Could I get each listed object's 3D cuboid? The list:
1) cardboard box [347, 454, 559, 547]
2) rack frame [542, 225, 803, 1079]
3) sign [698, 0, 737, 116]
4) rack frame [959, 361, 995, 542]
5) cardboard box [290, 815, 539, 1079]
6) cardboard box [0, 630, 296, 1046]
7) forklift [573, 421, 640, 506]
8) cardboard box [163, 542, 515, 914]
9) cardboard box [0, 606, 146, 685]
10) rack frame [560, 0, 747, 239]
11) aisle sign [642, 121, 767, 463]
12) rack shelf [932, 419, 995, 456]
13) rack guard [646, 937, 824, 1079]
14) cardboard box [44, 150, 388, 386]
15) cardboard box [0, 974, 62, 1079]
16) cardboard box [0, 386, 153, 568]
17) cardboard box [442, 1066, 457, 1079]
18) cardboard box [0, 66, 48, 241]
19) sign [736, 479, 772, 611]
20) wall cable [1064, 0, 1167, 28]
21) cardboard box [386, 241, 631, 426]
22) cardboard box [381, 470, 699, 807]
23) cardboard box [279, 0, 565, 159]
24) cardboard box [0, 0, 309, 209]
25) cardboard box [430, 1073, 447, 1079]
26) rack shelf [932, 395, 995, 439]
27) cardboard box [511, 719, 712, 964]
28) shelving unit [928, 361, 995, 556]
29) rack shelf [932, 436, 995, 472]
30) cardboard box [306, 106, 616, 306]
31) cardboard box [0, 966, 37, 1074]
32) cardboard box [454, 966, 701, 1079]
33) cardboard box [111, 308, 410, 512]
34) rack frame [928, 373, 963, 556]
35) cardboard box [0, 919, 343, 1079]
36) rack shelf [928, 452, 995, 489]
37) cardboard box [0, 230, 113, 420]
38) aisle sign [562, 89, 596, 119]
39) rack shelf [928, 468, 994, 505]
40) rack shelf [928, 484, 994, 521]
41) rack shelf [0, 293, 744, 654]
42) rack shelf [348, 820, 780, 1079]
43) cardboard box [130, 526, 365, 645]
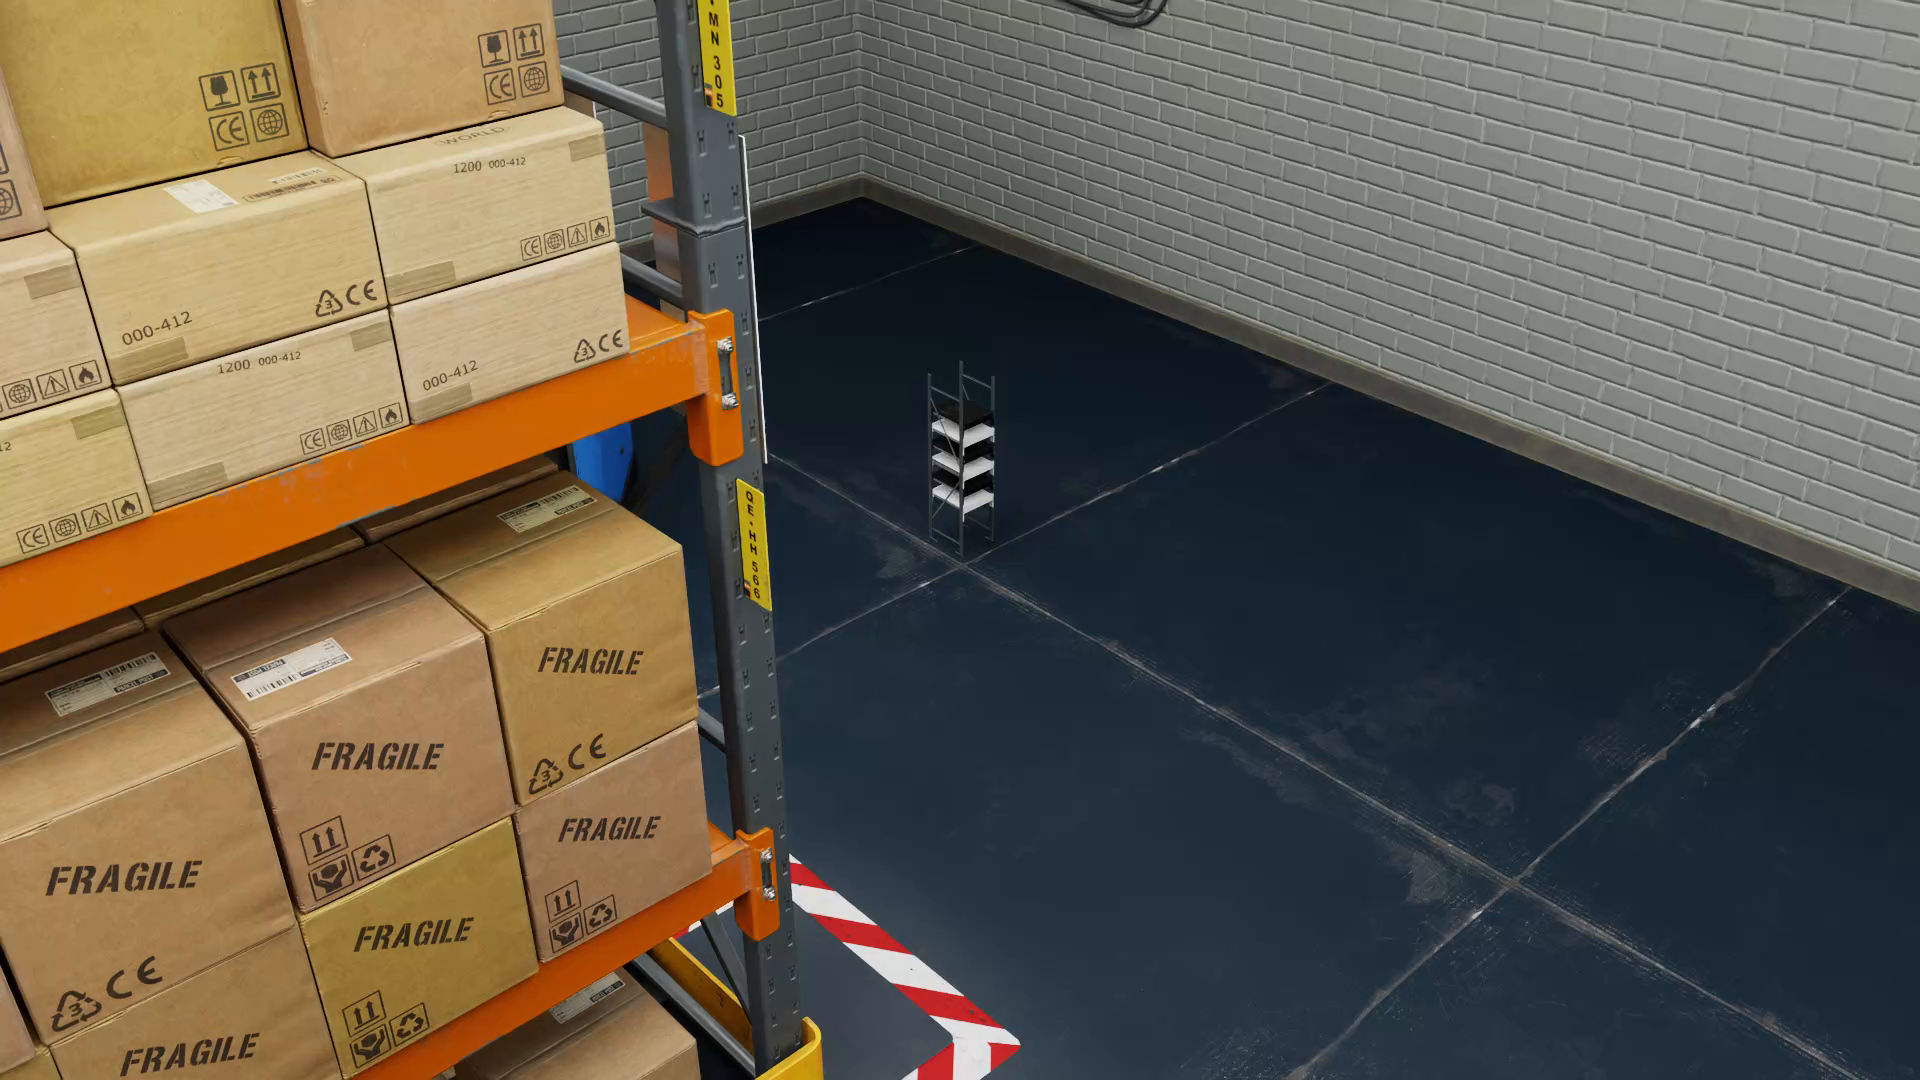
[{"bbox_3d":[-1.355,0.011,4.303,0.500,0.500,0.500,-24,39,-34],"label":"cardboard box"},{"bbox_3d":[-0.850,0.424,4.682,0.127,3.000,1.000,-26,40,-35],"label":"rack frame"},{"bbox_3d":[-0.487,-1.014,3.310,0.005,0.325,0.100,-26,40,-35],"label":"sign"},{"bbox_3d":[0.081,-0.423,8.079,0.006,0.900,0.240,-26,40,-35],"label":"rack frame"},{"bbox_3d":[-1.371,0.829,3.923,0.500,0.500,0.500,-25,40,-35],"label":"cardboard box"},{"bbox_3d":[-1.736,0.583,3.368,0.500,0.500,0.500,-25,39,-34],"label":"cardboard box"},{"bbox_3d":[-3.132,-1.187,7.382,3.031,2.935,1.130,-2,31,-2],"label":"forklift"},{"bbox_3d":[-1.359,0.397,3.671,0.500,0.500,0.500,-25,39,-34],"label":"cardboard box"},{"bbox_3d":[-2.103,0.375,3.707,0.500,0.500,0.500,-25,39,-35],"label":"cardboard box"},{"bbox_3d":[-0.850,-2.136,3.117,0.127,3.000,1.000,-26,40,-35],"label":"rack frame"},{"bbox_3d":[-0.592,-0.593,3.852,0.004,0.787,0.394,-26,40,-35],"label":"aisle sign"},{"bbox_3d":[0.006,-0.512,7.943,0.200,0.077,0.258,-26,40,-35],"label":"rack shelf"},{"bbox_3d":[-0.906,1.517,5.290,0.348,0.500,1.175,-26,40,-35],"label":"rack guard"},{"bbox_3d":[-1.420,-0.548,3.060,0.500,0.250,0.500,-26,40,-35],"label":"cardboard box"},{"bbox_3d":[-2.111,1.183,3.344,0.500,0.500,0.500,-26,40,-36],"label":"cardboard box"},{"bbox_3d":[-1.779,-0.154,2.894,0.500,0.250,0.500,-26,40,-35],"label":"cardboard box"},{"bbox_3d":[-1.574,1.550,5.133,0.250,0.166,0.380,-26,40,-35],"label":"cardboard box"},{"bbox_3d":[-1.934,-0.774,2.710,0.500,0.500,0.700,-26,40,-35],"label":"cardboard box"},{"bbox_3d":[-0.487,0.014,3.939,0.005,0.325,0.100,-26,40,-35],"label":"sign"},{"bbox_3d":[0.169,-4.574,10.081,0.112,2.526,3.097,-26,40,-35],"label":"wall cable"},{"bbox_3d":[-1.047,-0.509,3.476,0.500,0.250,0.500,-26,40,-35],"label":"cardboard box"},{"bbox_3d":[-0.989,0.217,3.965,0.500,0.500,0.500,-26,40,-36],"label":"cardboard box"},{"bbox_3d":[-1.216,-1.137,3.304,0.500,0.500,0.700,-26,40,-35],"label":"cardboard box"},{"bbox_3d":[-1.640,-0.992,3.067,0.500,0.500,0.700,-26,40,-35],"label":"cardboard box"},{"bbox_3d":[-1.808,1.671,4.857,0.500,0.250,0.500,-26,40,-35],"label":"cardboard box"},{"bbox_3d":[0.006,-0.589,7.896,0.200,0.077,0.258,-26,40,-35],"label":"rack shelf"},{"bbox_3d":[-0.993,0.644,4.226,0.500,0.500,0.500,-24,39,-34],"label":"cardboard box"},{"bbox_3d":[0.006,-0.387,8.020,0.210,0.900,0.258,-26,40,-35],"label":"shelving unit"},{"bbox_3d":[0.006,-0.435,7.990,0.200,0.077,0.258,-26,40,-35],"label":"rack shelf"},{"bbox_3d":[-1.053,-0.726,3.351,0.500,0.250,0.500,-26,40,-35],"label":"cardboard box"},{"bbox_3d":[-2.113,0.765,3.070,0.500,0.500,0.500,-24,39,-34],"label":"cardboard box"},{"bbox_3d":[-1.081,1.589,4.750,0.500,0.500,0.500,-26,40,-35],"label":"cardboard box"},{"bbox_3d":[-1.422,-0.336,3.192,0.500,0.250,0.500,-26,40,-35],"label":"cardboard box"},{"bbox_3d":[-0.069,-0.351,7.961,0.006,0.900,0.240,-26,40,-35],"label":"rack frame"},{"bbox_3d":[-1.741,1.004,3.637,0.500,0.500,0.500,-25,40,-35],"label":"cardboard box"},{"bbox_3d":[0.006,-0.358,8.037,0.200,0.077,0.258,-26,40,-35],"label":"rack shelf"},{"bbox_3d":[-1.789,-0.372,2.773,0.500,0.250,0.500,-26,40,-35],"label":"cardboard box"},{"bbox_3d":[-1.000,-0.822,4.227,0.004,0.787,0.394,-26,40,-35],"label":"aisle sign"},{"bbox_3d":[0.006,-0.282,8.084,0.200,0.077,0.258,-26,40,-35],"label":"rack shelf"},{"bbox_3d":[0.006,-0.205,8.131,0.200,0.077,0.258,-26,40,-35],"label":"rack shelf"},{"bbox_3d":[-2.317,0.160,2.927,4.000,0.370,1.077,-26,40,-35],"label":"rack shelf"},{"bbox_3d":[-2.317,1.440,3.709,4.000,0.370,1.077,-26,40,-35],"label":"rack shelf"},{"bbox_3d":[-1.733,0.199,3.995,0.500,0.500,0.500,-25,40,-35],"label":"cardboard box"}]
